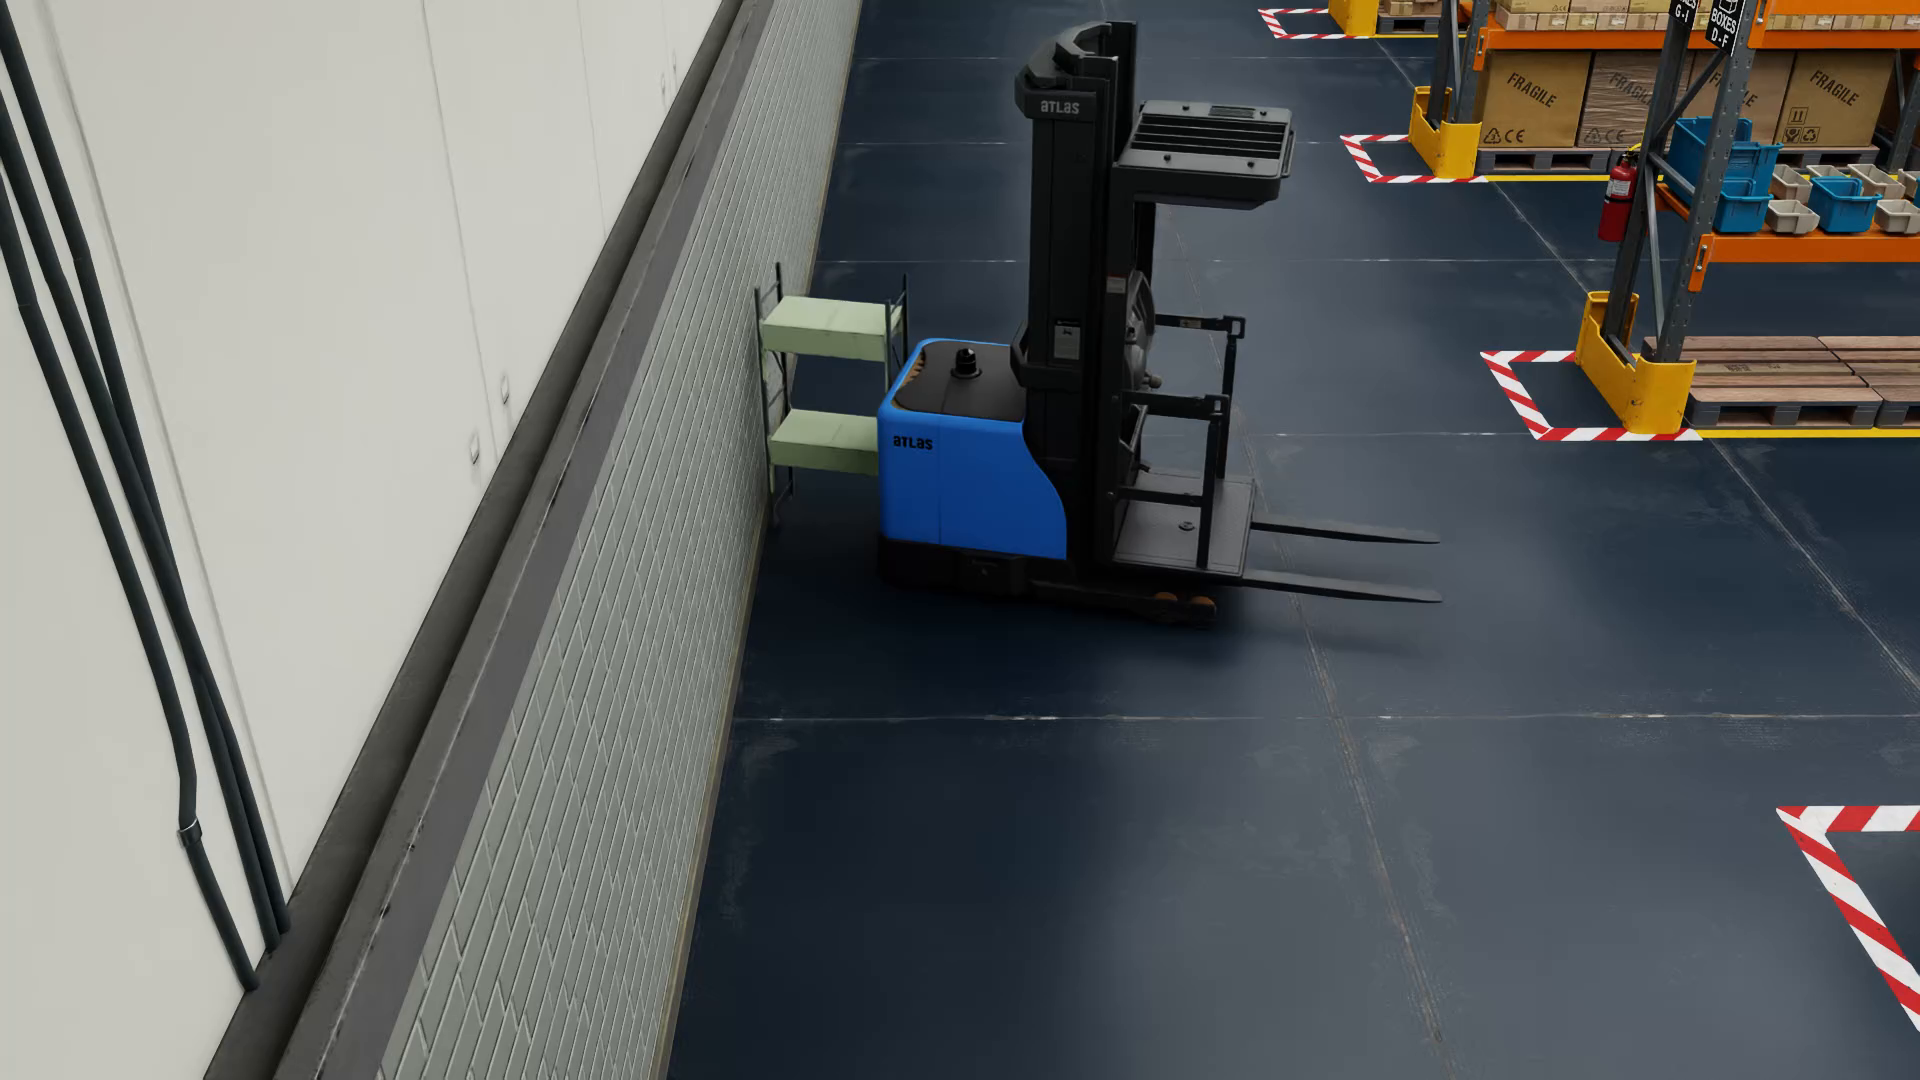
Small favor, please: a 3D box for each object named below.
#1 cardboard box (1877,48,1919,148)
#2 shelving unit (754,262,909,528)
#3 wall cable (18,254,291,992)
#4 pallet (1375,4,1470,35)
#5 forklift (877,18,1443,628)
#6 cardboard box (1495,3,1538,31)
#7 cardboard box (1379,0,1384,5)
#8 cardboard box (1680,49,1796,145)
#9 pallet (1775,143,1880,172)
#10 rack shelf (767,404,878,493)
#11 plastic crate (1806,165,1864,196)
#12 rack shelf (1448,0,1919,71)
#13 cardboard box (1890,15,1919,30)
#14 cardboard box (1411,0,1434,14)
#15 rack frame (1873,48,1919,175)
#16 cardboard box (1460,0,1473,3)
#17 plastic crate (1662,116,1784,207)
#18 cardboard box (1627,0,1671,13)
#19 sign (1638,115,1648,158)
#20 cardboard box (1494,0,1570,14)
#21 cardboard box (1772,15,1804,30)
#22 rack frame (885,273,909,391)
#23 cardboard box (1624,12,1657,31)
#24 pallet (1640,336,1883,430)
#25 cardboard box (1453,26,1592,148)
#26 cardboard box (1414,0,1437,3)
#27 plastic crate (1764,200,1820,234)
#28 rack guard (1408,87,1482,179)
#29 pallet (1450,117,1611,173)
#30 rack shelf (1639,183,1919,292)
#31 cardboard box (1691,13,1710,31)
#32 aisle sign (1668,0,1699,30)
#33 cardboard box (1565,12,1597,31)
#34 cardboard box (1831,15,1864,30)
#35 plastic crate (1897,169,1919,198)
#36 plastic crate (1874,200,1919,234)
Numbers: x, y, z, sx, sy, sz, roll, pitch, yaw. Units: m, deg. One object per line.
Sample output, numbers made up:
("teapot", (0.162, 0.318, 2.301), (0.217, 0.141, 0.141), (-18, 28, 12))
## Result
("cardboard box", (9.136, -4.142, 15.218), (0.875, 0.875, 1.225), (0, 31, 0))
("shelving unit", (-0.700, -0.774, 9.468), (0.755, 1.500, 0.431), (7, 32, 11))
("wall cable", (-1.072, 1.457, 1.556), (0.112, 2.526, 3.097), (0, 31, 0))
("pallet", (5.456, -6.211, 19.673), (1.213, 0.211, 1.003), (0, 31, 0))
("forklift", (1.120, -1.087, 8.605), (3.031, 2.935, 1.130), (7, 32, 11))
("cardboard box", (4.853, -4.569, 14.519), (0.250, 0.149, 0.380), (0, 31, 0))
("cardboard box", (5.092, -6.490, 19.787), (0.250, 0.149, 0.380), (0, 31, 1))
("cardboard box", (6.935, -4.166, 15.258), (0.875, 0.875, 0.875), (0, 31, 0))
("pallet", (7.735, -3.705, 15.541), (1.213, 0.211, 1.003), (0, 31, 0))
("rack shelf", (-0.699, -0.496, 9.638), (0.720, 0.370, 0.431), (7, 32, 11))
("plastic crate", (5.630, -2.280, 10.701), (0.243, 0.136, 0.396), (0, 31, 0))
("rack shelf", (6.496, -4.545, 14.931), (4.000, 0.370, 1.077), (0, 31, 0))
("cardboard box", (8.193, -4.580, 14.539), (0.250, 0.149, 0.380), (0, 31, 0))
("cardboard box", (5.354, -6.259, 19.406), (0.250, 0.149, 0.380), (0, 31, 0))
("rack frame", (8.496, -4.859, 14.755), (0.127, 3.000, 1.000), (0, 31, 0))
("cardboard box", (5.868, -6.338, 19.251), (0.250, 0.149, 0.380), (1, 31, 1))
("plastic crate", (4.860, -2.416, 10.637), (0.499, 0.435, 0.616), (0, 31, 0))
("cardboard box", (6.000, -4.775, 14.476), (0.500, 0.250, 0.500), (-1, 31, -2))
("sign", (4.506, -2.632, 10.928), (0.005, 0.325, 0.100), (0, 31, 0))
("cardboard box", (4.978, -4.771, 14.468), (0.500, 0.250, 0.500), (-1, 31, -2))
("cardboard box", (7.164, -4.577, 14.533), (0.250, 0.149, 0.380), (0, 31, 1))
("rack frame", (-0.343, -0.732, 9.398), (0.023, 1.500, 0.400), (7, 32, 11))
("cardboard box", (5.881, -4.573, 14.526), (0.250, 0.149, 0.380), (-1, 31, -1))
("pallet", (5.351, -1.067, 11.195), (1.213, 0.211, 1.003), (0, 31, 0))
("cardboard box", (5.136, -4.161, 15.248), (0.875, 0.875, 0.875), (0, 31, 0))
("cardboard box", (5.367, -6.347, 19.265), (0.250, 0.149, 0.380), (0, 31, -1))
("plastic crate", (5.096, -1.978, 10.204), (0.298, 0.136, 0.250), (0, 31, 0))
("rack guard", (4.472, -3.777, 15.383), (0.348, 0.500, 1.175), (0, 31, 0))
("pallet", (5.295, -3.697, 15.529), (1.213, 0.211, 1.003), (0, 31, 0))
("rack shelf", (6.526, -1.976, 10.697), (4.000, 0.370, 1.077), (0, 31, 0))
("cardboard box", (6.391, -4.574, 14.529), (0.250, 0.149, 0.380), (-1, 31, -2))
("aisle sign", (4.452, -3.540, 10.076), (0.004, 0.787, 0.394), (0, 31, 0))
("cardboard box", (5.366, -4.571, 14.524), (0.250, 0.149, 0.380), (-1, 31, -1))
("cardboard box", (7.679, -4.579, 14.536), (0.250, 0.149, 0.380), (-1, 31, -1))
("plastic crate", (6.204, -2.304, 10.741), (0.250, 0.136, 0.298), (0, 31, 0))
("plastic crate", (5.774, -1.980, 10.207), (0.298, 0.136, 0.250), (0, 31, 0))
